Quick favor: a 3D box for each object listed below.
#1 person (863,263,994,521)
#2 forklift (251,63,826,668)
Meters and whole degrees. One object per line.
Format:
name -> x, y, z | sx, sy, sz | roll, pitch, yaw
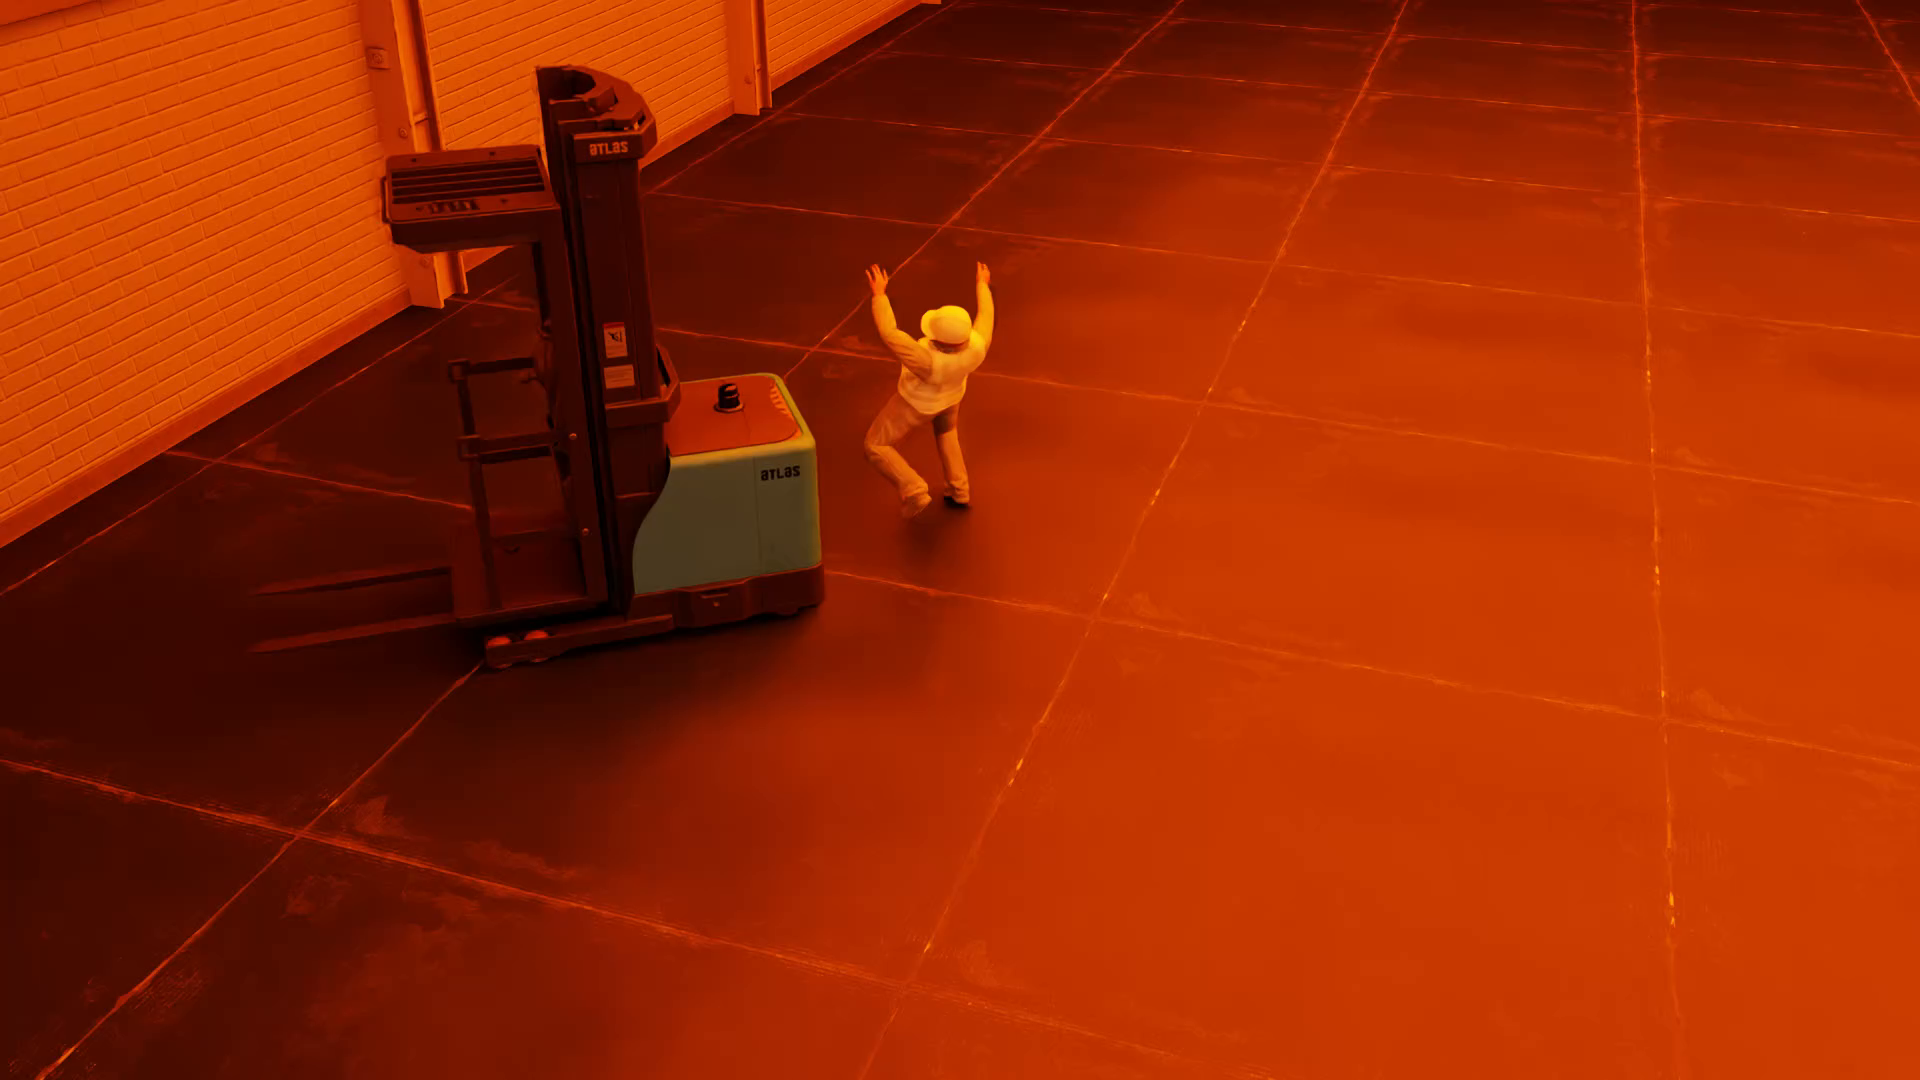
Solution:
person -> -0.036, -0.933, 10.095 | 1.018, 1.595, 0.705 | -25, 38, -36
forklift -> -2.335, -0.880, 8.681 | 3.031, 2.935, 1.130 | -9, 31, -15
